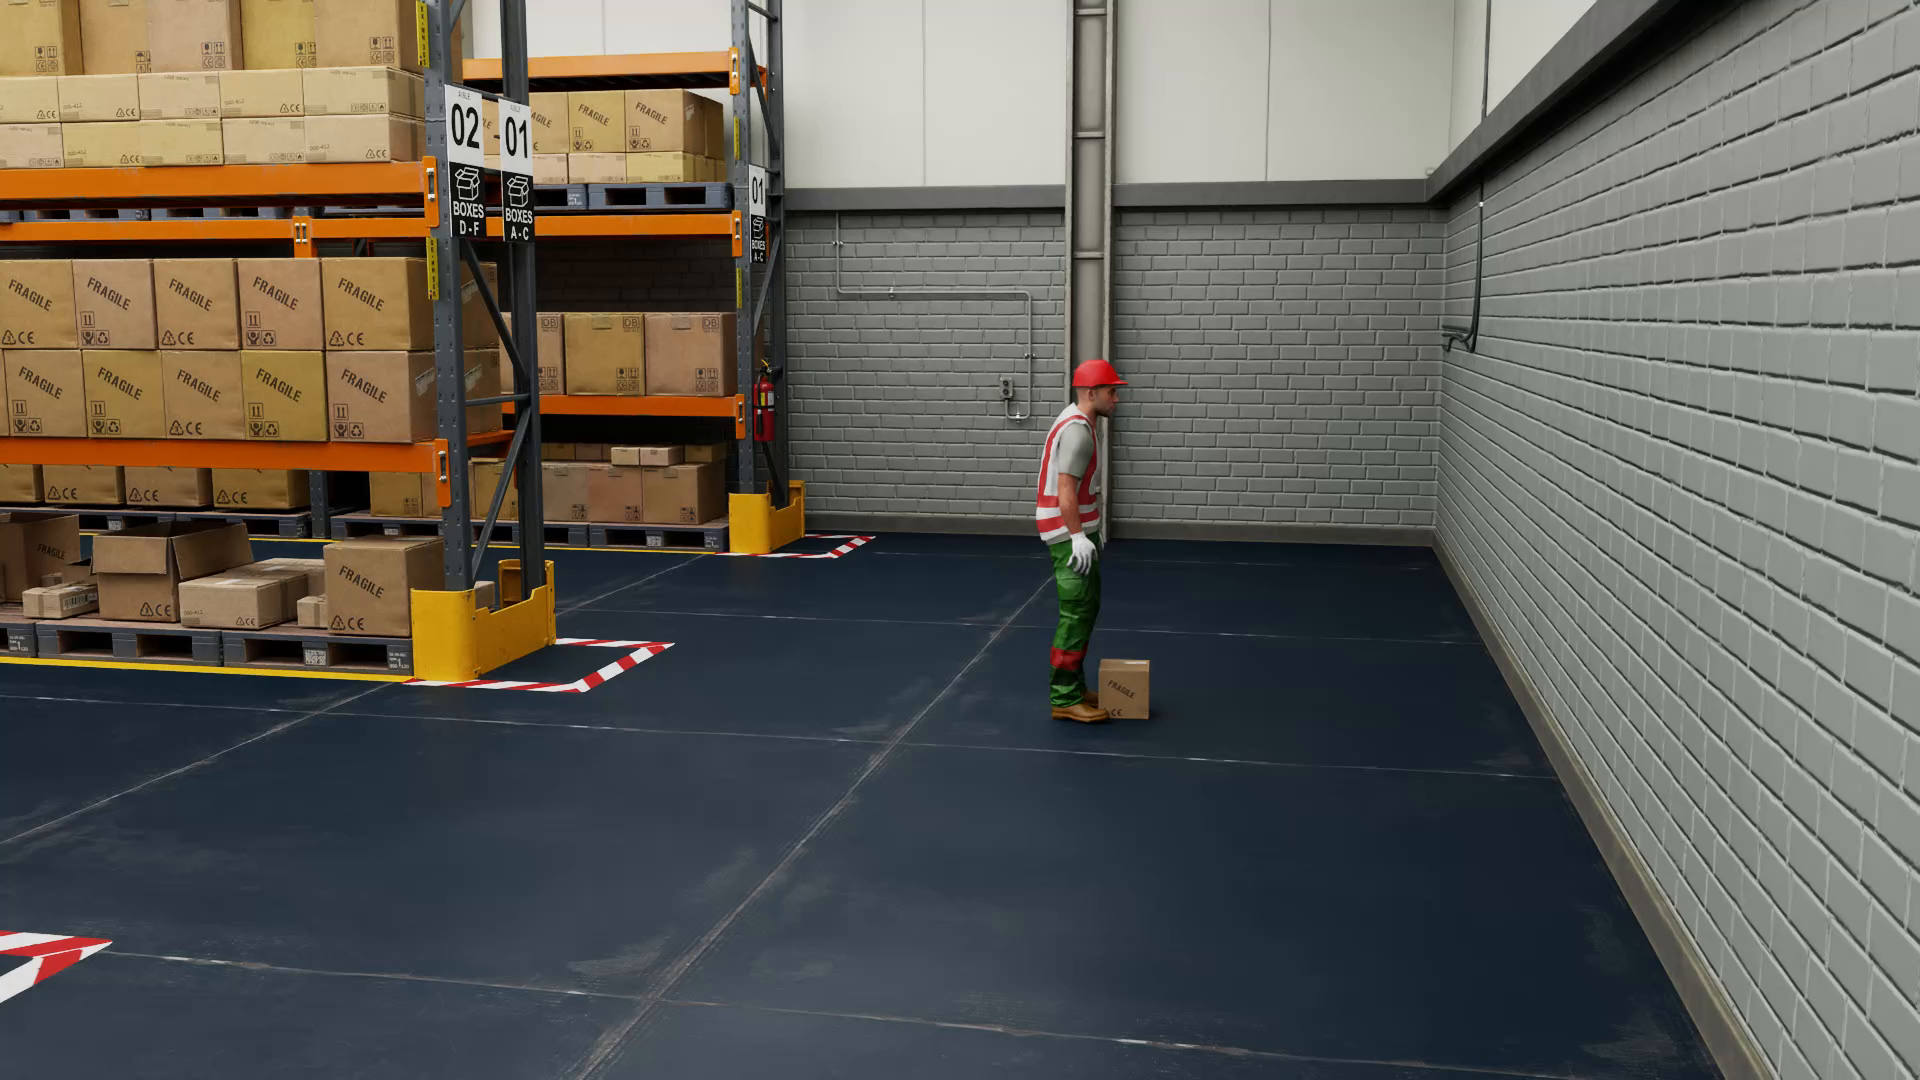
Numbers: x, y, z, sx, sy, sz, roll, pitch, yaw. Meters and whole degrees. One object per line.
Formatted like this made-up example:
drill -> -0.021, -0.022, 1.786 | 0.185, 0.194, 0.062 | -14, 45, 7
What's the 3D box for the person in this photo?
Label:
person -> 0.611, -0.012, 8.339 | 0.453, 1.779, 0.621 | 1, 8, 10
